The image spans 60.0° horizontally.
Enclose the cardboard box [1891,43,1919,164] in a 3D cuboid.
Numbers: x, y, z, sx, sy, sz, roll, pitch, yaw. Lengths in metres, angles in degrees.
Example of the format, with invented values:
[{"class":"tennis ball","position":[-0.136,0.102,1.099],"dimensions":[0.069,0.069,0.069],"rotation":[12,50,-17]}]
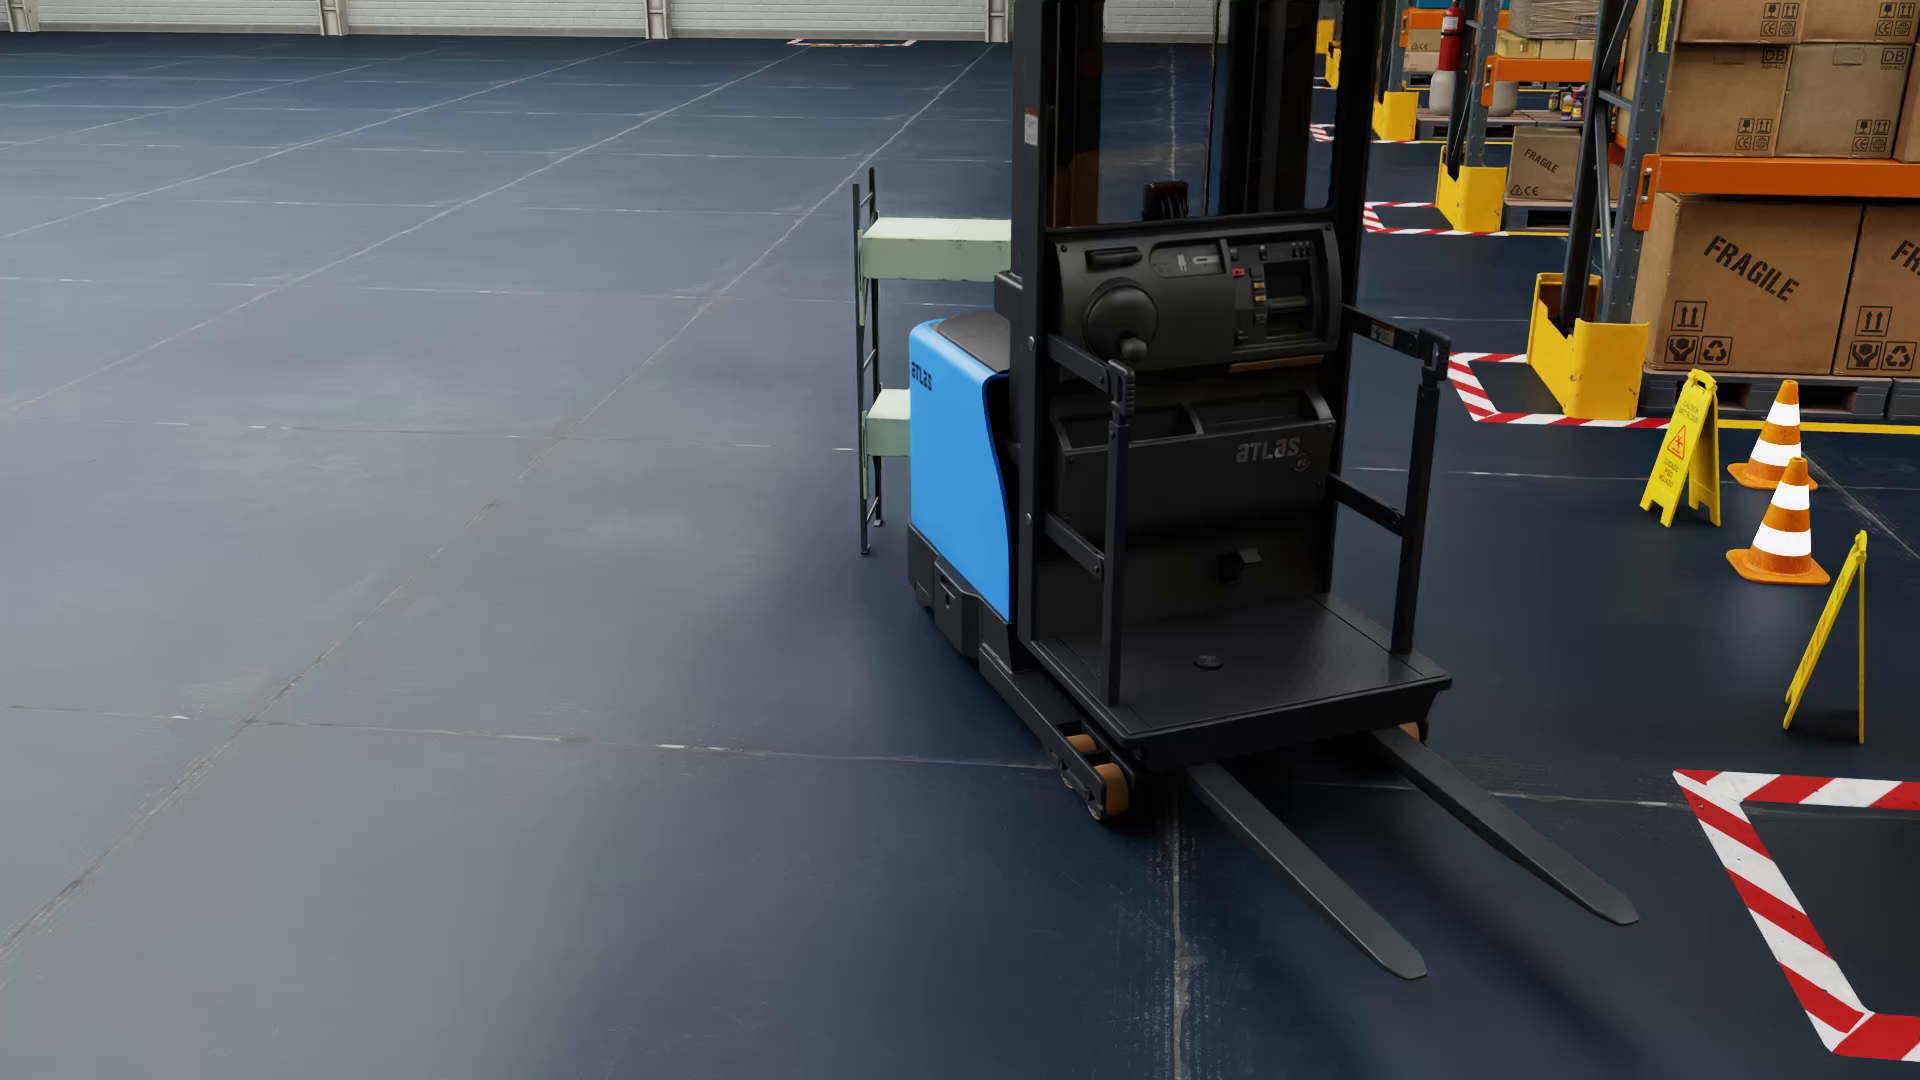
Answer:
[{"class":"cardboard box","position":[4.841,-2.204,8.230],"dimensions":[0.550,0.550,0.875],"rotation":[2,22,6]}]

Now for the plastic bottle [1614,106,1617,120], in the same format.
[{"class":"plastic bottle","position":[6.946,-4.522,17.506],"dimensions":[0.097,0.201,0.097],"rotation":[0,22,0]}]

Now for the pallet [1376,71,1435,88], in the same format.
[{"class":"pallet","position":[5.995,-6.328,22.659],"dimensions":[1.213,0.211,1.003],"rotation":[2,22,6]}]

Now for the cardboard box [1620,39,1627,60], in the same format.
[{"class":"cardboard box","position":[5.059,-3.773,12.744],"dimensions":[0.250,0.149,0.380],"rotation":[2,22,6]}]

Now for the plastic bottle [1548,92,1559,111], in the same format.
[{"class":"plastic bottle","position":[6.519,-4.818,18.255],"dimensions":[0.097,0.201,0.097],"rotation":[0,22,0]}]

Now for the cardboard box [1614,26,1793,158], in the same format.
[{"class":"cardboard box","position":[3.751,-2.290,8.448],"dimensions":[0.550,0.550,0.875],"rotation":[2,22,6]}]

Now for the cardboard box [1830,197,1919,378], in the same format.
[{"class":"cardboard box","position":[4.932,-1.384,8.680],"dimensions":[0.875,0.875,0.875],"rotation":[2,22,5]}]

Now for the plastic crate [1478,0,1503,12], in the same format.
[{"class":"plastic crate","position":[5.495,-5.556,17.271],"dimensions":[0.250,0.136,0.298],"rotation":[2,22,6]}]

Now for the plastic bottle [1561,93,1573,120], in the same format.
[{"class":"plastic bottle","position":[6.408,-4.578,17.552],"dimensions":[0.097,0.271,0.097],"rotation":[0,22,0]}]

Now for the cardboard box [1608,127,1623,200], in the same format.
[{"class":"cardboard box","position":[5.277,-3.012,13.308],"dimensions":[0.500,0.500,0.500],"rotation":[8,23,20]}]

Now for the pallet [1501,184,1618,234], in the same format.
[{"class":"pallet","position":[4.939,-2.678,13.426],"dimensions":[1.213,0.211,1.003],"rotation":[2,22,6]}]

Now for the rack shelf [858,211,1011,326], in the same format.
[{"class":"rack shelf","position":[-0.007,-1.061,6.521],"dimensions":[0.720,0.370,0.431],"rotation":[2,22,6]}]

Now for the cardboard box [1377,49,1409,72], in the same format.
[{"class":"cardboard box","position":[5.737,-6.455,22.356],"dimensions":[0.500,0.250,0.500],"rotation":[2,22,6]}]

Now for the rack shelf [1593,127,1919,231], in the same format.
[{"class":"rack shelf","position":[5.363,-1.798,8.387],"dimensions":[4.000,0.370,1.077],"rotation":[2,22,6]}]

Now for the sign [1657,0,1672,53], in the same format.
[{"class":"sign","position":[3.306,-2.457,7.789],"dimensions":[0.005,0.325,0.100],"rotation":[2,22,6]}]

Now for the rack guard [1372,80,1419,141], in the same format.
[{"class":"rack guard","position":[4.725,-4.686,18.112],"dimensions":[0.348,0.500,1.175],"rotation":[2,22,6]}]

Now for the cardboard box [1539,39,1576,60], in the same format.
[{"class":"cardboard box","position":[4.562,-3.792,12.793],"dimensions":[0.250,0.149,0.380],"rotation":[2,22,6]}]

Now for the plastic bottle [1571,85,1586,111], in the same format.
[{"class":"plastic bottle","position":[6.766,-4.832,18.188],"dimensions":[0.135,0.276,0.152],"rotation":[3,22,7]}]

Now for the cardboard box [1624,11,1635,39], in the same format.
[{"class":"cardboard box","position":[5.115,-4.199,12.941],"dimensions":[0.500,0.500,0.875],"rotation":[2,22,6]}]

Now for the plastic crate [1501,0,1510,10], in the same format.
[{"class":"plastic crate","position":[5.820,-5.823,17.790],"dimensions":[0.408,0.251,0.499],"rotation":[2,22,6]}]

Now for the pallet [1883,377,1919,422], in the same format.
[{"class":"pallet","position":[5.388,-0.863,8.836],"dimensions":[1.213,0.211,1.003],"rotation":[2,22,6]}]

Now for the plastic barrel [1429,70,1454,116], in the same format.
[{"class":"plastic barrel","position":[5.306,-4.872,17.996],"dimensions":[0.421,0.512,0.421],"rotation":[0,22,0]}]

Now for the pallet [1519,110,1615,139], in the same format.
[{"class":"pallet","position":[6.739,-4.461,17.936],"dimensions":[1.213,0.211,1.003],"rotation":[2,22,6]}]

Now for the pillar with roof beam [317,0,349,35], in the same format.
[{"class":"pillar with roof beam","position":[-11.775,-11.734,24.380],"dimensions":[0.400,9.000,9.100],"rotation":[2,22,6]}]

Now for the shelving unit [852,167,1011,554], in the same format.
[{"class":"shelving unit","position":[-0.007,-0.698,6.665],"dimensions":[0.755,1.500,0.431],"rotation":[2,22,6]}]

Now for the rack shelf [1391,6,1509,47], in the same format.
[{"class":"rack shelf","position":[6.630,-5.413,17.531],"dimensions":[4.000,0.370,1.077],"rotation":[2,22,6]}]

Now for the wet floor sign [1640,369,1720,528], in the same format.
[{"class":"wet floor sign","position":[3.115,-0.403,7.082],"dimensions":[0.232,0.644,0.267],"rotation":[-1,22,-3]}]

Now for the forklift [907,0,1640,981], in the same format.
[{"class":"forklift","position":[0.796,-0.716,4.764],"dimensions":[1.130,2.935,3.031],"rotation":[-8,23,-19]}]

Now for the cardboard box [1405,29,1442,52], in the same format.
[{"class":"cardboard box","position":[6.234,-6.783,22.165],"dimensions":[0.500,0.500,0.500],"rotation":[2,22,6]}]

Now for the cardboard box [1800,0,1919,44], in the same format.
[{"class":"cardboard box","position":[4.298,-2.771,8.197],"dimensions":[0.550,0.550,0.875],"rotation":[2,22,6]}]

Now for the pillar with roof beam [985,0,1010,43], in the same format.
[{"class":"pillar with roof beam","position":[0.142,-11.215,23.067],"dimensions":[0.400,9.000,9.100],"rotation":[2,22,6]}]

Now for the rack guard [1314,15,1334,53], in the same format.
[{"class":"rack guard","position":[5.885,-8.286,27.218],"dimensions":[0.348,0.500,1.175],"rotation":[2,22,6]}]

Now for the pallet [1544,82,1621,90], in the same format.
[{"class":"pallet","position":[8.418,-6.223,22.392],"dimensions":[1.213,0.211,1.003],"rotation":[2,22,6]}]

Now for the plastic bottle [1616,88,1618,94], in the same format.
[{"class":"plastic bottle","position":[7.069,-4.855,18.145],"dimensions":[0.185,0.351,0.144],"rotation":[3,22,9]}]

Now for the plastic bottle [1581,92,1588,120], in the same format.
[{"class":"plastic bottle","position":[6.630,-4.567,17.508],"dimensions":[0.133,0.283,0.061],"rotation":[3,22,7]}]

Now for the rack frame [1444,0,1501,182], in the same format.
[{"class":"rack frame","position":[4.061,-4.026,13.044],"dimensions":[0.127,3.000,1.000],"rotation":[2,22,6]}]

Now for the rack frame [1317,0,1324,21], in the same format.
[{"class":"rack frame","position":[5.810,-9.452,26.767],"dimensions":[0.127,3.000,1.000],"rotation":[2,22,6]}]

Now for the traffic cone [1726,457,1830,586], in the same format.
[{"class":"traffic cone","position":[3.267,-0.101,6.565],"dimensions":[0.334,0.463,0.336],"rotation":[2,22,6]}]
